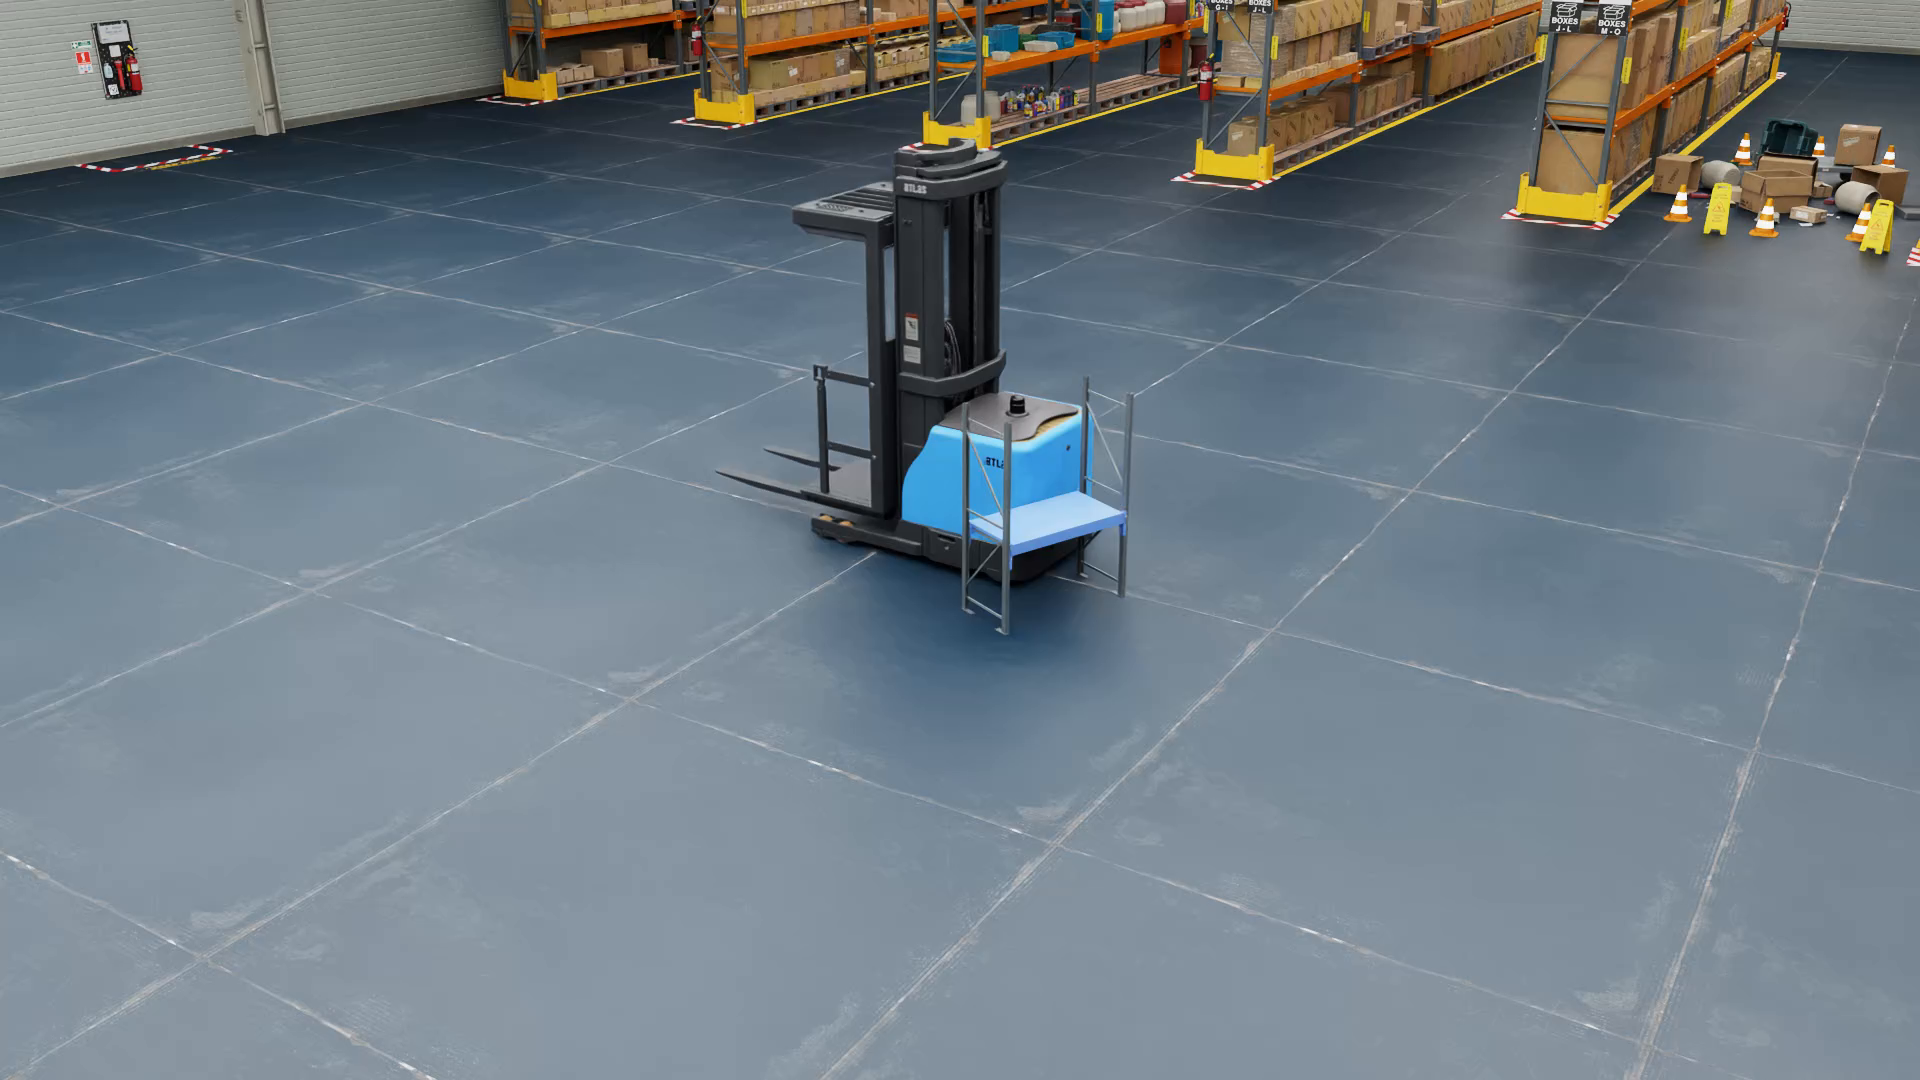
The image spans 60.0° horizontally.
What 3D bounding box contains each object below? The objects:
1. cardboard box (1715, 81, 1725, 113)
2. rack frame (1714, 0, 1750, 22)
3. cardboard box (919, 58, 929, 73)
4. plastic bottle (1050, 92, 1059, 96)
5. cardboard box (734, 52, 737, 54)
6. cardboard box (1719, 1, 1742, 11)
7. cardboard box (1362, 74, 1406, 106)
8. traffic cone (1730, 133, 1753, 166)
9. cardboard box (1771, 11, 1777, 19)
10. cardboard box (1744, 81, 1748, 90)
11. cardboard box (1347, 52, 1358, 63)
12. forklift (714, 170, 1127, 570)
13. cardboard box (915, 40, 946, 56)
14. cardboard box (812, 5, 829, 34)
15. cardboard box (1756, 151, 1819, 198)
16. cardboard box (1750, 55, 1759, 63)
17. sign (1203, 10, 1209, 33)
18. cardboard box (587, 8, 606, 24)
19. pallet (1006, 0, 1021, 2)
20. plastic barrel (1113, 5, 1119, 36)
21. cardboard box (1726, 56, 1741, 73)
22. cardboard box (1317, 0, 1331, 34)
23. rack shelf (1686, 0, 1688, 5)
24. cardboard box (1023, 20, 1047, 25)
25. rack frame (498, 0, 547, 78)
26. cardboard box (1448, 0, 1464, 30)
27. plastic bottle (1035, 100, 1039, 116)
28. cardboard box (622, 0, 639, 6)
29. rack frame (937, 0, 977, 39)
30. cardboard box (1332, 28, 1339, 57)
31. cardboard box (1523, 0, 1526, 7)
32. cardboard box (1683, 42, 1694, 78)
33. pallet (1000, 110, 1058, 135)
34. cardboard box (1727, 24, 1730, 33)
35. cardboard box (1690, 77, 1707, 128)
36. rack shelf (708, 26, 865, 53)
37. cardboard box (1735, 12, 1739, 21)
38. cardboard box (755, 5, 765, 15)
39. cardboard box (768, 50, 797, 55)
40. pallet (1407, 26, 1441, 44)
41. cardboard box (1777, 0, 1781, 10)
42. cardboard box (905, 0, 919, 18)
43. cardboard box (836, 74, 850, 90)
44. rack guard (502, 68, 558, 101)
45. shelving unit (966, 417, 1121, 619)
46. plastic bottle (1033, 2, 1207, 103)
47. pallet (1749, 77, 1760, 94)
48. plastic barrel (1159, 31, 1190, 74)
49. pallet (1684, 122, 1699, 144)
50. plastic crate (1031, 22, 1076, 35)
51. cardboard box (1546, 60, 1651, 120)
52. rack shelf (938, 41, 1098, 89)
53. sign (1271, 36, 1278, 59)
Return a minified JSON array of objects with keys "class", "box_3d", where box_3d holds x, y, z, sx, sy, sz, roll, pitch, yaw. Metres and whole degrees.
[{"class":"cardboard box","box_3d":[13.437,-8.197,30.362,1.021,0.500,1.490,14,27,30]},{"class":"rack frame","box_3d":[14.642,-9.926,31.738,0.949,2.616,0.053,14,27,29]},{"class":"cardboard box","box_3d":[-0.916,-9.910,34.634,0.500,0.250,0.500,14,27,30]},{"class":"plastic bottle","box_3d":[1.721,-7.968,30.091,0.152,0.276,0.135,14,27,29]},{"class":"cardboard box","box_3d":[-5.195,-11.240,37.367,0.700,0.500,0.500,14,27,29]},{"class":"cardboard box","box_3d":[14.049,-9.750,30.372,0.380,0.149,0.250,13,27,27]},{"class":"cardboard box","box_3d":[7.756,-8.283,30.536,0.700,0.500,0.500,11,26,25]},{"class":"traffic cone","box_3d":[12.415,-6.197,26.318,0.336,0.463,0.334,14,27,29]},{"class":"cardboard box","box_3d":[16.425,-10.735,33.925,0.380,0.149,0.250,15,27,30]},{"class":"cardboard box","box_3d":[15.109,-8.865,32.347,0.380,0.149,0.250,13,26,27]},{"class":"cardboard box","box_3d":[6.400,-8.049,27.719,0.380,0.149,0.250,14,27,29]},{"class":"forklift","box_3d":[0.495,-4.886,19.343,11.167,3.598,16.490,15,27,30]},{"class":"cardboard box","box_3d":[-0.644,-10.339,34.919,0.500,0.311,0.500,14,27,29]},{"class":"cardboard box","box_3d":[-2.920,-9.922,31.605,0.700,0.500,0.500,14,27,30]},{"class":"cardboard box","box_3d":[11.835,-5.229,23.860,0.797,0.637,0.503,14,27,29]},{"class":"cardboard box","box_3d":[15.848,-9.677,33.475,0.380,0.149,0.250,14,27,29]},{"class":"sign","box_3d":[3.693,-7.748,24.852,0.100,0.325,0.005,14,27,29]},{"class":"cardboard box","box_3d":[-7.408,-10.450,33.112,0.500,0.250,0.500,13,27,28]},{"class":"pallet","box_3d":[0.982,-12.295,37.452,1.003,0.211,1.213,14,27,29]},{"class":"plastic barrel","box_3d":[2.747,-9.676,30.989,0.433,0.535,0.433,0,23,0]},{"class":"cardboard box","box_3d":[14.184,-8.840,30.903,0.500,0.250,0.500,15,28,31]},{"class":"cardboard box","box_3d":[5.466,-8.224,26.049,0.500,0.500,0.500,14,27,29]},{"class":"rack shelf","box_3d":[11.479,-8.946,26.605,1.077,0.370,4.000,14,27,29]},{"class":"cardboard box","box_3d":[1.785,-11.739,38.519,0.500,0.500,0.500,14,27,29]},{"class":"rack frame","box_3d":[-8.471,-10.062,32.054,1.000,3.000,0.127,14,27,29]},{"class":"cardboard box","box_3d":[9.399,-10.149,32.129,0.500,0.500,0.500,13,27,28]},{"class":"plastic bottle","box_3d":[1.348,-7.598,29.242,0.097,0.271,0.097,0,23,0]},{"class":"cardboard box","box_3d":[-6.880,-11.135,33.751,0.500,0.500,0.500,13,27,27]},{"class":"rack frame","box_3d":[-0.040,-11.726,35.896,1.000,3.000,0.127,14,27,29]},{"class":"cardboard box","box_3d":[5.680,-8.180,27.206,0.875,0.500,0.500,14,27,29]},{"class":"cardboard box","box_3d":[12.012,-11.611,35.948,0.380,0.149,0.250,14,27,29]},{"class":"cardboard box","box_3d":[11.196,-7.562,26.153,0.500,0.500,0.500,14,27,29]},{"class":"pallet","box_3d":[1.024,-7.425,29.472,1.003,0.211,1.213,14,27,29]},{"class":"cardboard box","box_3d":[13.505,-9.124,29.675,0.380,0.149,0.250,15,28,31]},{"class":"cardboard box","box_3d":[12.137,-7.548,28.550,1.050,0.750,0.750,13,27,28]},{"class":"rack shelf","box_3d":[-3.205,-9.460,31.322,0.919,0.124,3.809,14,27,29]},{"class":"cardboard box","box_3d":[13.910,-9.517,30.208,0.380,0.149,0.250,14,27,29]},{"class":"cardboard box","box_3d":[-3.733,-9.546,29.919,0.380,0.149,0.250,13,27,28]},{"class":"cardboard box","box_3d":[-3.450,-9.053,31.710,0.500,0.500,0.500,14,27,29]},{"class":"pallet","box_3d":[8.088,-9.297,30.528,1.213,0.211,1.003,14,27,29]},{"class":"cardboard box","box_3d":[16.460,-11.079,33.902,0.500,0.500,0.500,13,27,28]},{"class":"cardboard box","box_3d":[-1.189,-11.024,34.149,0.500,0.500,0.500,14,27,29]},{"class":"cardboard box","box_3d":[-2.481,-8.937,32.388,0.500,0.250,0.500,14,27,29]},{"class":"rack guard","box_3d":[-8.430,-8.941,32.609,1.175,0.500,0.348,14,27,29]},{"class":"shelving unit","box_3d":[0.571,-0.244,11.261,0.991,1.308,0.475,-16,28,-32]},{"class":"plastic bottle","box_3d":[3.186,-9.490,32.237,0.601,1.363,6.012,15,27,30]},{"class":"pallet","box_3d":[15.611,-9.293,33.786,1.003,0.211,1.213,14,27,29]},{"class":"plastic barrel","box_3d":[4.410,-10.052,34.232,0.600,0.830,0.708,14,27,29]},{"class":"pallet","box_3d":[12.054,-7.045,28.593,1.003,0.211,1.213,14,27,29]},{"class":"plastic crate","box_3d":[1.672,-9.158,30.042,0.767,0.338,0.504,14,27,29]},{"class":"cardboard box","box_3d":[8.924,-6.344,23.276,0.937,0.550,2.165,14,27,29]},{"class":"rack shelf","box_3d":[1.001,-8.331,28.960,1.077,0.370,4.000,14,27,29]},{"class":"sign","box_3d":[4.615,-7.232,24.426,0.100,0.325,0.005,14,27,29]}]
